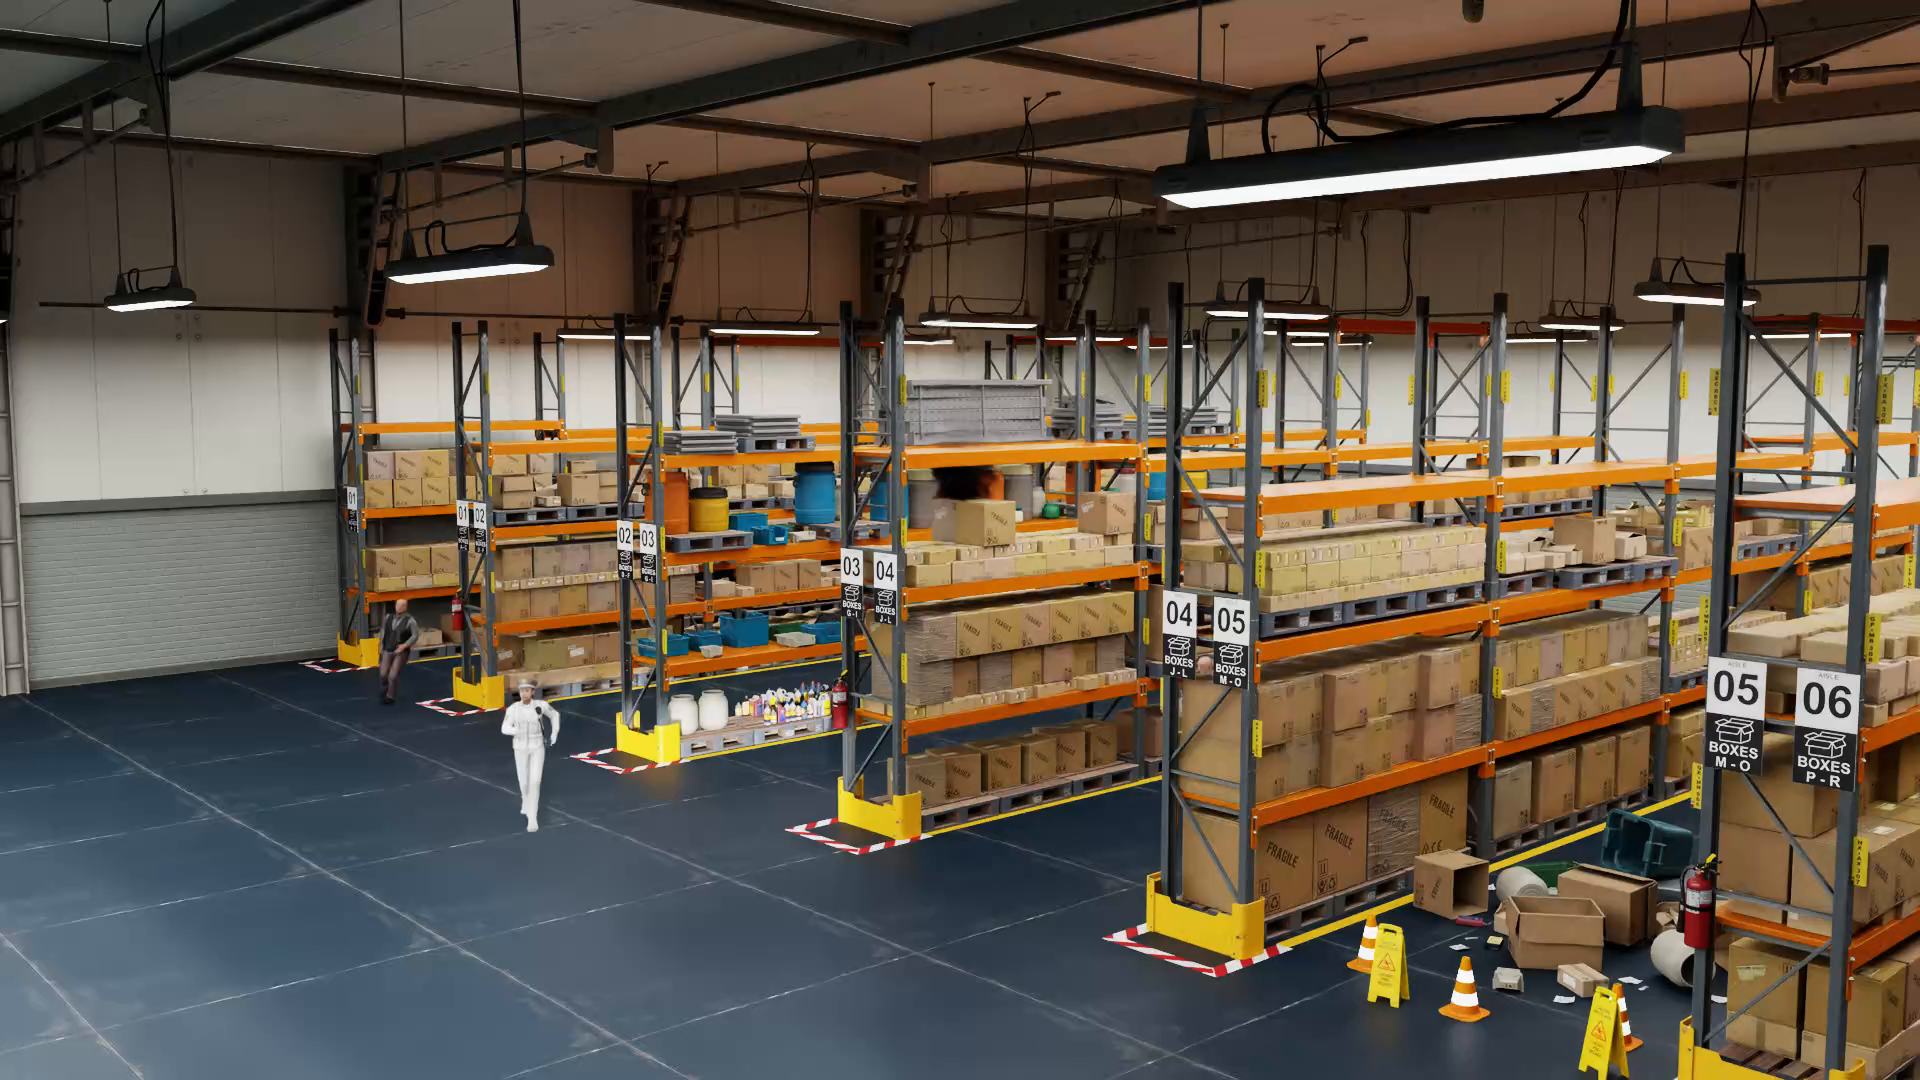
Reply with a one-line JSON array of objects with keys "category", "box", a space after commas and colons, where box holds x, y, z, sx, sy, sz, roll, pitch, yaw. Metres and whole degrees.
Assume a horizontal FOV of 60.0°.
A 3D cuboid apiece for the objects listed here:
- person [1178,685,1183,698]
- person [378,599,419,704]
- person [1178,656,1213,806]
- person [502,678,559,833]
[{"category": "person", "box": [3.399, 1.865, 25.066, 0.738, 1.725, 0.559, -5, 7, -40]}, {"category": "person", "box": [-8.849, 1.796, 26.114, 0.713, 1.597, 0.543, 0, 6, -1]}, {"category": "person", "box": [2.793, 2.203, 18.790, 0.738, 1.809, 0.885, 5, 8, 41]}, {"category": "person", "box": [-4.959, 2.425, 19.173, 0.623, 1.692, 0.939, -1, 6, -6]}]
